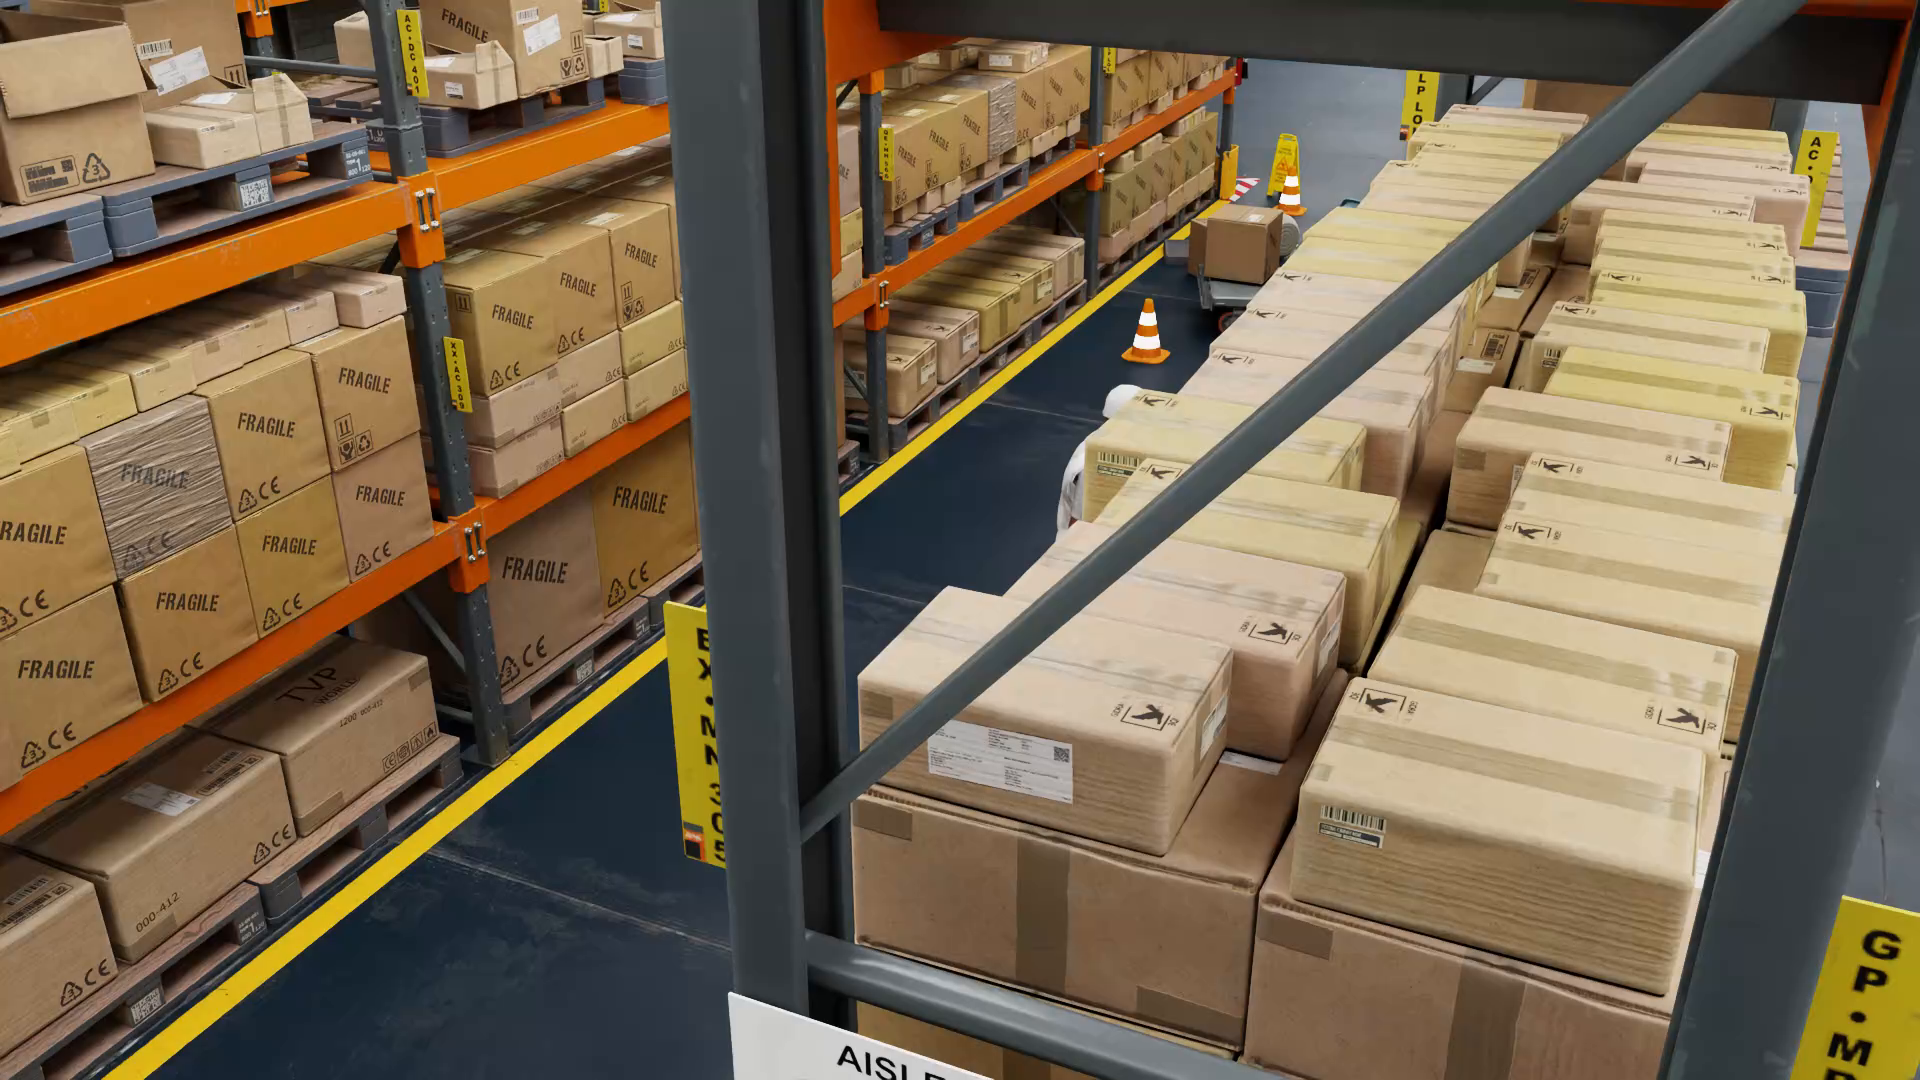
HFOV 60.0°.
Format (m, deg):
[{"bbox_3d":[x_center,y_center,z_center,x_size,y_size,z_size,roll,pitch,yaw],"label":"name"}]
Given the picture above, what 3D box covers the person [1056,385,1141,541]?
[{"bbox_3d":[0.690,0.105,7.884,0.449,1.773,0.614,11,28,21],"label":"person"}]
